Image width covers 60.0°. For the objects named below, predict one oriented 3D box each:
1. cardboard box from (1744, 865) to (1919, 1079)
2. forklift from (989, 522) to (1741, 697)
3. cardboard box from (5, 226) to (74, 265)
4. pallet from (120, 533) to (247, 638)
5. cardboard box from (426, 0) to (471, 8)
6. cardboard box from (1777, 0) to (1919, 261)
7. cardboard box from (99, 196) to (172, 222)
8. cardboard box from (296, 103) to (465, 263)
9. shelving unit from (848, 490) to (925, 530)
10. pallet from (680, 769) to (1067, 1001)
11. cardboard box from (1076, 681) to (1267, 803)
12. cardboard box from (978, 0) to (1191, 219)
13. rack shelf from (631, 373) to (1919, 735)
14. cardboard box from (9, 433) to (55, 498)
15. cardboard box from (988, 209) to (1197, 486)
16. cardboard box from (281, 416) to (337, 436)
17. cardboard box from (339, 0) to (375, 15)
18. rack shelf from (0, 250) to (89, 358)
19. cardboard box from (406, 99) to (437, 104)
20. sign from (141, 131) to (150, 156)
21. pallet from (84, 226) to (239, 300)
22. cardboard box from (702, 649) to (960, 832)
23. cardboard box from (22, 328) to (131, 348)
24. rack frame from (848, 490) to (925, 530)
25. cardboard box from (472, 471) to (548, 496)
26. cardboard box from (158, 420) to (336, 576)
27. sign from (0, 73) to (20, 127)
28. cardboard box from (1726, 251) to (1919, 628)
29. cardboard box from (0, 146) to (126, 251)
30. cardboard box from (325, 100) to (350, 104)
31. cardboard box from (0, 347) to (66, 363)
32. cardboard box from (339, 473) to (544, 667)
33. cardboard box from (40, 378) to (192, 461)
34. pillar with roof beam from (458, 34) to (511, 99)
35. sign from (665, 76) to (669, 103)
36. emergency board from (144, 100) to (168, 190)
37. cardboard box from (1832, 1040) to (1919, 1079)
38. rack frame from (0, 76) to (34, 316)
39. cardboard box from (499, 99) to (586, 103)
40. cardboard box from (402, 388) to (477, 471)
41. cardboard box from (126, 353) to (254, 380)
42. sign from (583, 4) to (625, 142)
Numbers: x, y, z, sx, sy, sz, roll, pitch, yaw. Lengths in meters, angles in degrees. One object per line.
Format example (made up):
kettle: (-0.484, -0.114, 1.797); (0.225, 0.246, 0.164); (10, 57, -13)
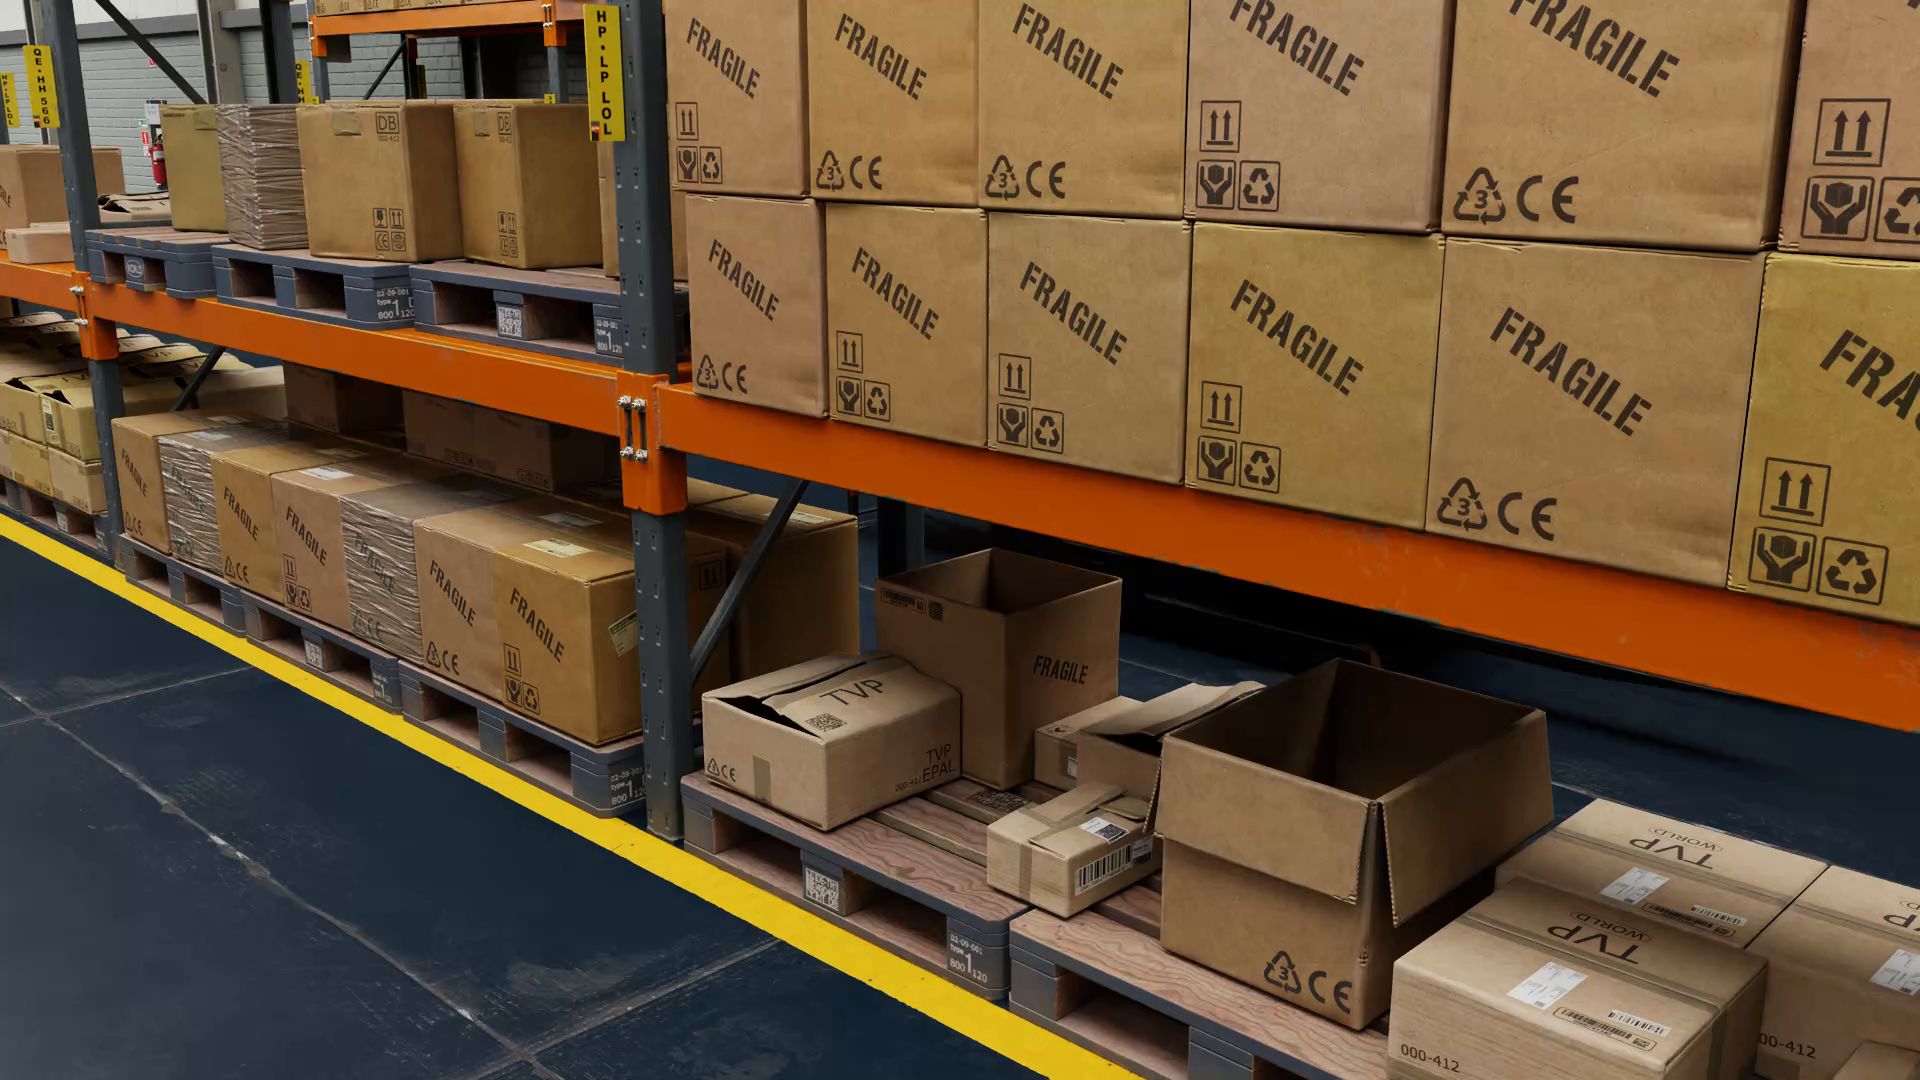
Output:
cardboard box: (1.826, 0.886, 3.165); (0.500, 0.250, 0.500); (14, 20, 42)
forklift: (1.546, -1.040, 6.109); (3.031, 2.935, 1.130); (13, 20, 41)
cardboard box: (-4.218, -1.384, 7.792); (0.250, 0.149, 0.380); (14, 20, 42)
pallet: (-2.868, 0.089, 7.172); (1.213, 0.211, 1.003); (14, 20, 42)
cardboard box: (-4.138, -4.732, 13.957); (0.500, 0.500, 0.500); (13, 19, 40)
cardboard box: (1.504, -0.646, 2.283); (0.500, 0.500, 0.500); (-14, 20, -43)
cardboard box: (-3.611, -1.426, 7.634); (0.500, 0.311, 0.500); (-13, 19, -41)
cardboard box: (-1.814, -1.248, 5.740); (0.500, 0.500, 0.700); (8, 17, 28)
shelving unit: (0.005, -0.543, 7.786); (1.048, 1.125, 0.538); (14, 20, 42)
pallet: (-0.006, 0.772, 4.551); (1.213, 0.211, 1.003); (14, 20, 42)
cardboard box: (0.647, 0.570, 4.257); (0.500, 0.311, 0.500); (14, 20, 42)
cardboard box: (0.386, -0.916, 3.319); (0.500, 0.500, 0.500); (13, 19, 41)
rack shelf: (0.940, 0.000, 3.409); (4.000, 0.370, 1.077); (14, 20, 42)
cardboard box: (-4.301, -0.408, 8.169); (0.500, 0.250, 0.500); (13, 20, 42)
cardboard box: (0.408, -0.431, 3.438); (0.500, 0.500, 0.500); (14, 20, 42)
cardboard box: (-2.543, -0.280, 7.144); (0.500, 0.500, 0.500); (-14, 20, -42)
cardboard box: (-5.273, -5.003, 14.998); (0.500, 0.500, 0.500); (-13, 19, -41)
rack shelf: (-4.819, -1.400, 8.783); (4.000, 0.370, 1.077); (14, 20, 42)
cardboard box: (-4.471, -3.592, 14.538); (0.500, 0.500, 0.500); (-14, 20, -42)
sign: (-10.996, -5.355, 22.463); (0.234, 0.329, 0.001); (14, 20, 42)
pallet: (-2.842, -1.199, 6.966); (1.003, 0.211, 1.213); (14, 20, 42)
cardboard box: (-0.347, 0.503, 4.513); (0.500, 0.311, 0.500); (14, 20, 42)
cardboard box: (-5.032, -1.046, 9.504); (0.500, 0.311, 0.500); (14, 20, 42)
rack frame: (-0.361, -0.632, 8.127); (0.032, 1.125, 0.500); (14, 20, 42)
cardboard box: (-1.425, -0.010, 6.108); (0.500, 0.500, 0.500); (14, 20, 43)
cardboard box: (-2.869, -0.179, 6.756); (0.500, 0.500, 0.500); (13, 19, 40)
sign: (-5.889, -2.720, 10.284); (0.005, 0.325, 0.100); (14, 20, 42)
cardboard box: (1.493, -0.165, 2.420); (0.500, 0.500, 0.500); (14, 20, 43)
cardboard box: (-4.598, -1.737, 8.452); (0.500, 0.500, 0.500); (12, 19, 39)
cardboard box: (-5.567, -3.860, 15.567); (0.500, 0.500, 0.500); (14, 20, 42)
cardboard box: (-5.026, -0.856, 8.775); (0.500, 0.311, 0.500); (-14, 20, -43)
cardboard box: (-1.764, 0.089, 5.728); (0.500, 0.500, 0.500); (14, 20, 43)
cardboard box: (-3.927, -0.589, 7.752); (0.500, 0.311, 0.500); (-14, 20, -43)
pillar with roof beam: (-7.586, -5.854, 12.552); (0.400, 9.000, 9.100); (14, 20, 42)
sign: (-2.440, -3.660, 13.732); (0.005, 0.325, 0.100); (14, 20, 42)
emergency board: (-10.670, -5.222, 22.024); (0.643, 1.169, 0.194); (14, 20, 42)
cardboard box: (1.589, 1.023, 2.805); (0.250, 0.166, 0.380); (14, 20, 42)
rack frame: (-6.259, -2.098, 10.035); (0.127, 3.000, 1.000); (14, 20, 42)
cardboard box: (-3.378, -3.324, 13.512); (0.500, 0.500, 0.500); (14, 20, 42)
cardboard box: (-1.760, -0.456, 6.330); (0.500, 0.250, 0.500); (13, 20, 41)
cardboard box: (-3.936, -0.777, 8.475); (0.500, 0.311, 0.500); (13, 19, 41)
sign: (-0.882, -1.157, 4.127); (0.005, 0.325, 0.100); (14, 20, 42)
